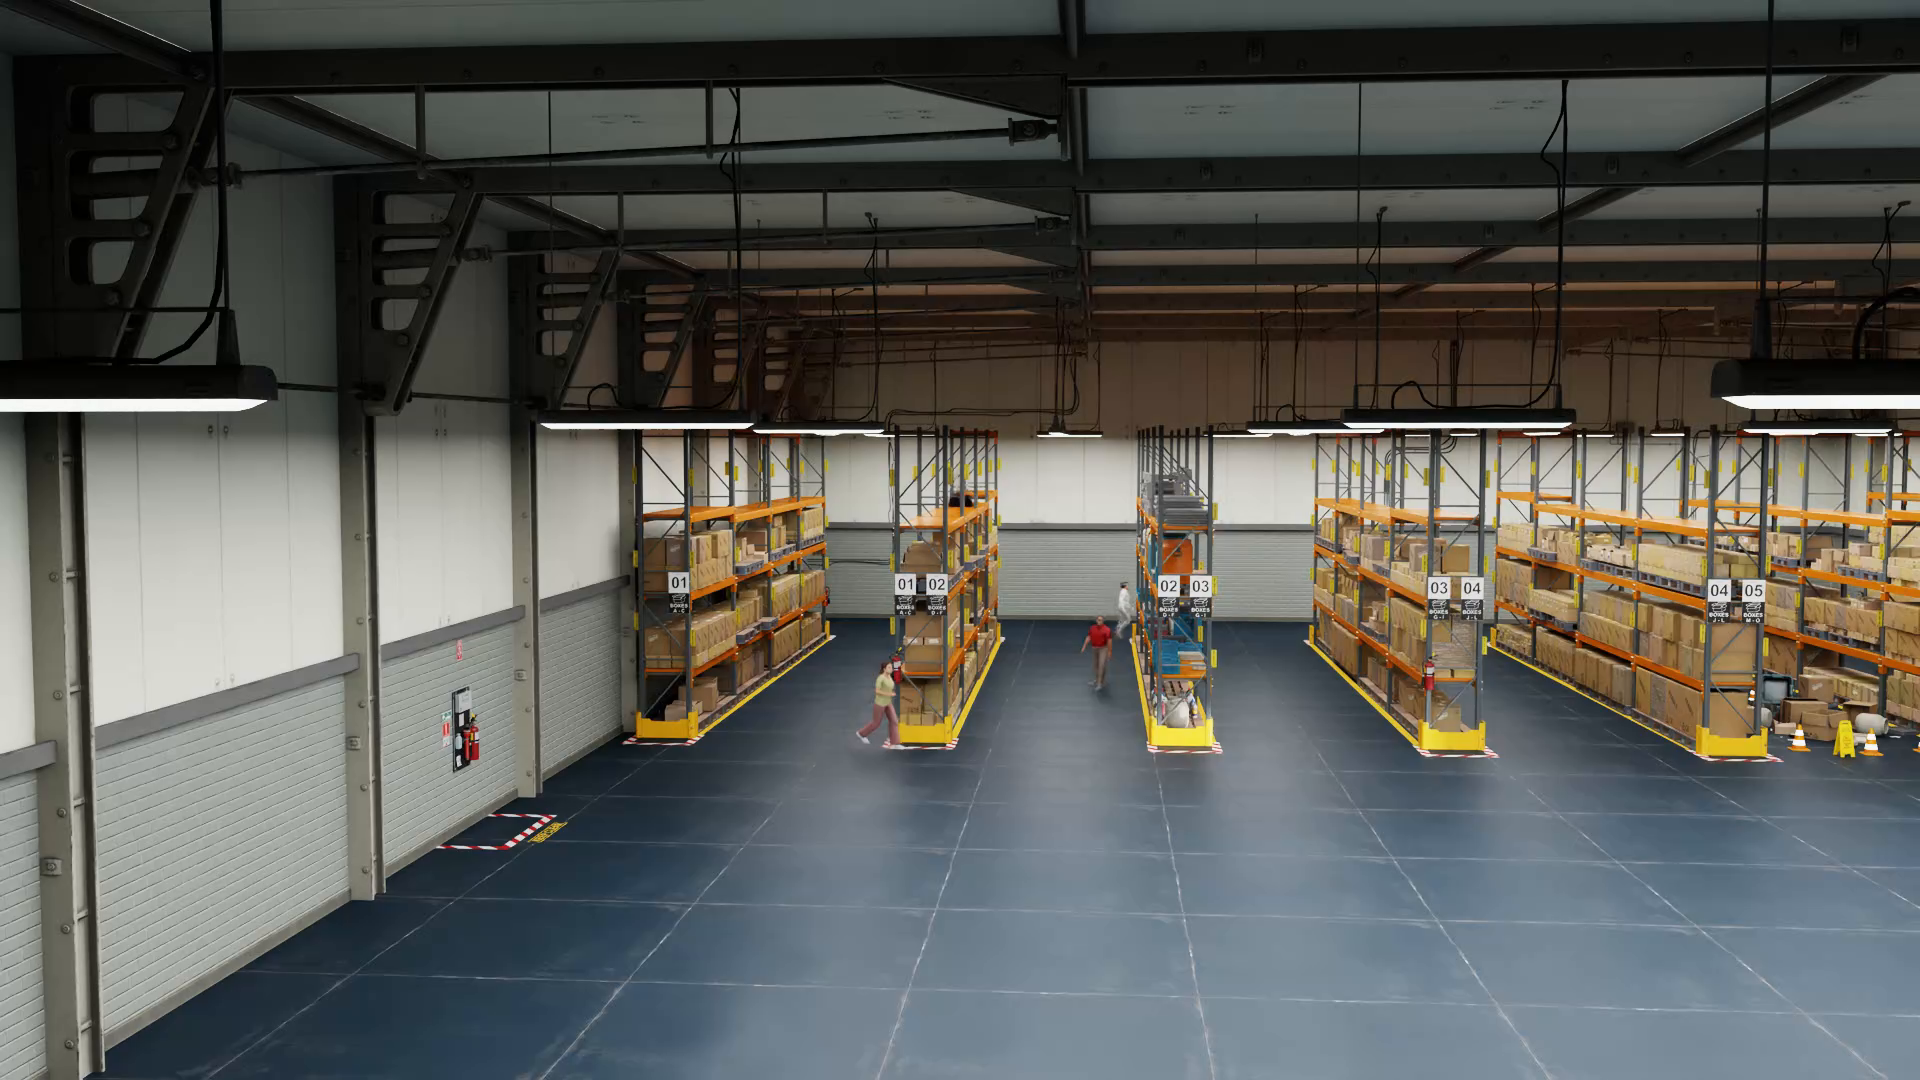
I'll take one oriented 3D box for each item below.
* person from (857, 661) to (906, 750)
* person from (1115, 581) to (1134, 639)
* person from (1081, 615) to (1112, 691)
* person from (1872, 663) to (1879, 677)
[{"bbox_3d":[-1.468,3.038,30.712,1.007,1.640,0.555,2,4,32],"label":"person"},{"bbox_3d":[4.751,2.015,47.982,0.540,1.632,0.655,0,3,6],"label":"person"},{"bbox_3d":[3.169,2.572,38.386,0.691,1.723,0.778,3,4,38],"label":"person"},{"bbox_3d":[22.163,2.430,39.653,0.689,1.752,1.006,0,3,-4],"label":"person"}]
